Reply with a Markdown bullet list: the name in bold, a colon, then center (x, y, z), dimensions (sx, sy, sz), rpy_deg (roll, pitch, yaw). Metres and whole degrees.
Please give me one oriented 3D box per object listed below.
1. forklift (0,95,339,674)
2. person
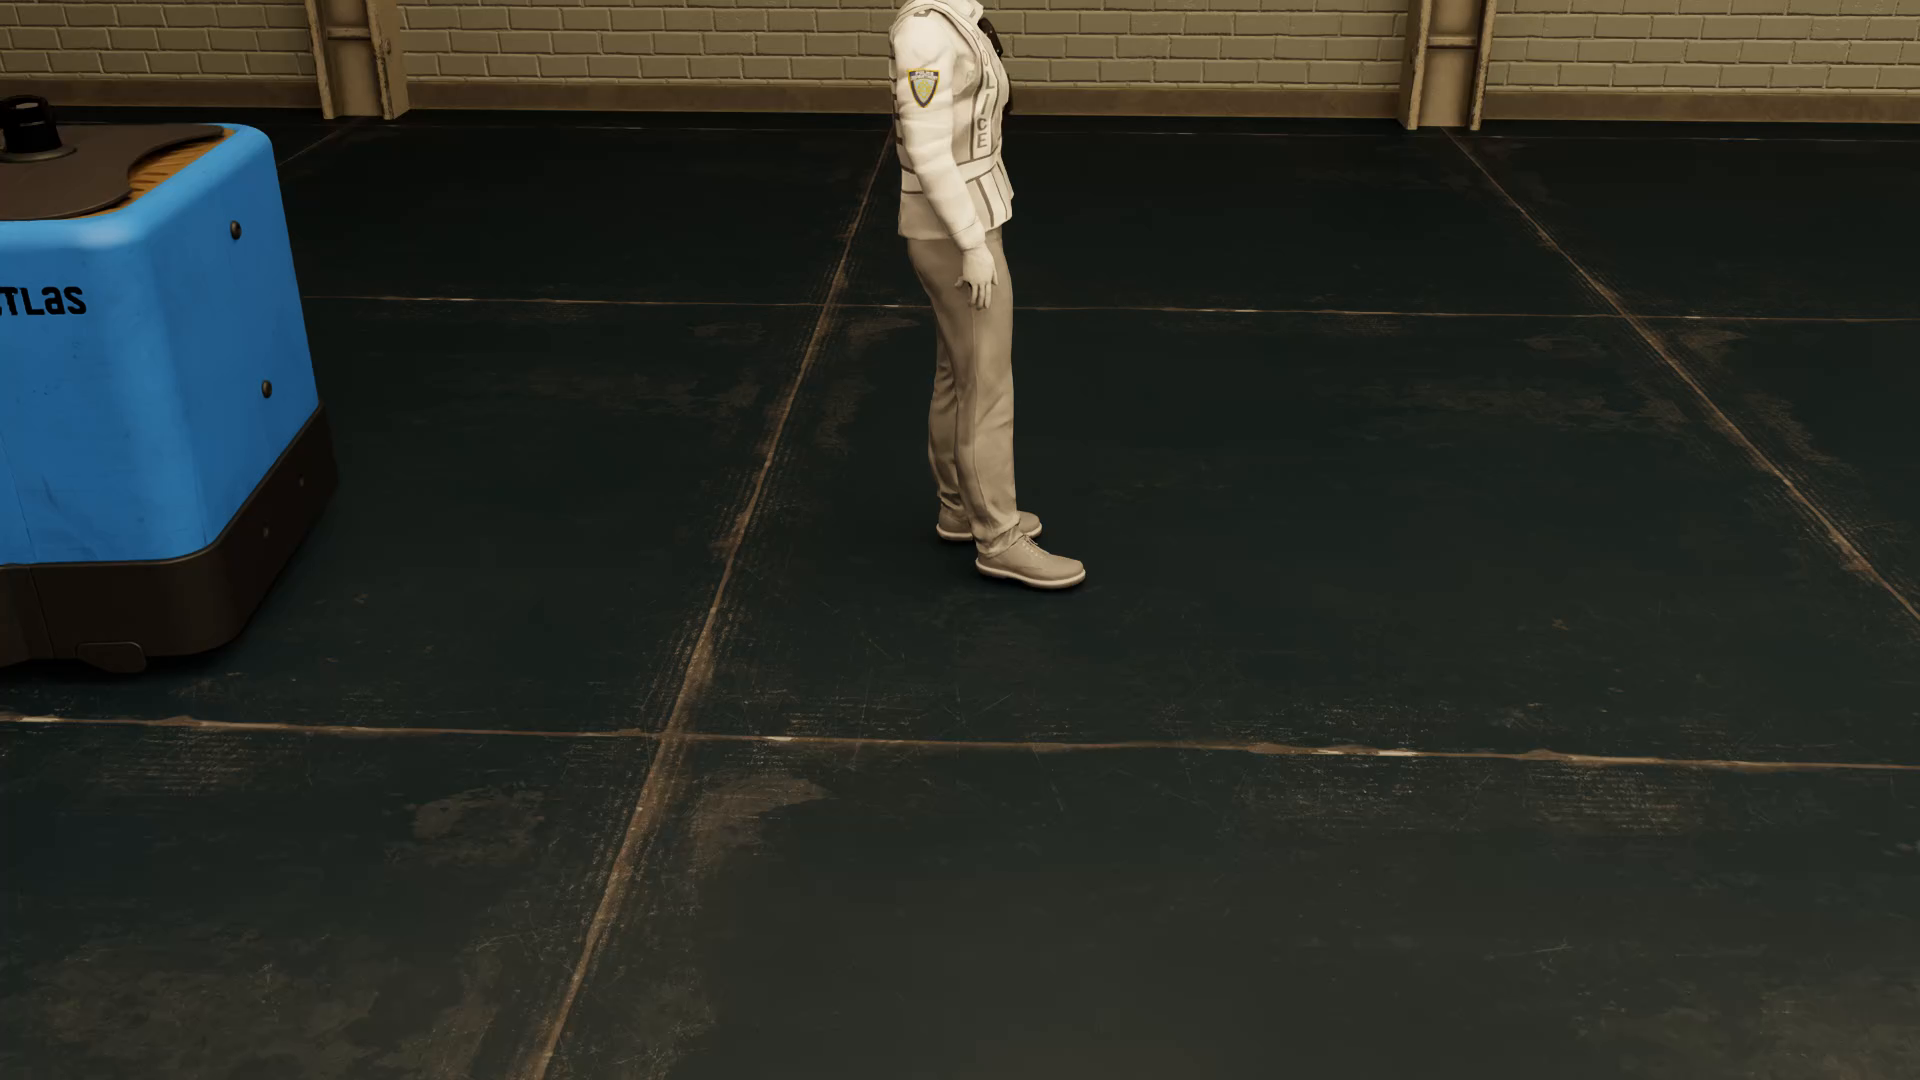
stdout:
- **forklift**: center (-3.234, -1.177, 3.595), dimensions (3.031, 2.935, 1.130), rpy_deg (-2, 26, -3)
- **person**: center (0.068, -0.762, 4.135), dimensions (0.531, 1.695, 0.588), rpy_deg (1, 26, 2)
